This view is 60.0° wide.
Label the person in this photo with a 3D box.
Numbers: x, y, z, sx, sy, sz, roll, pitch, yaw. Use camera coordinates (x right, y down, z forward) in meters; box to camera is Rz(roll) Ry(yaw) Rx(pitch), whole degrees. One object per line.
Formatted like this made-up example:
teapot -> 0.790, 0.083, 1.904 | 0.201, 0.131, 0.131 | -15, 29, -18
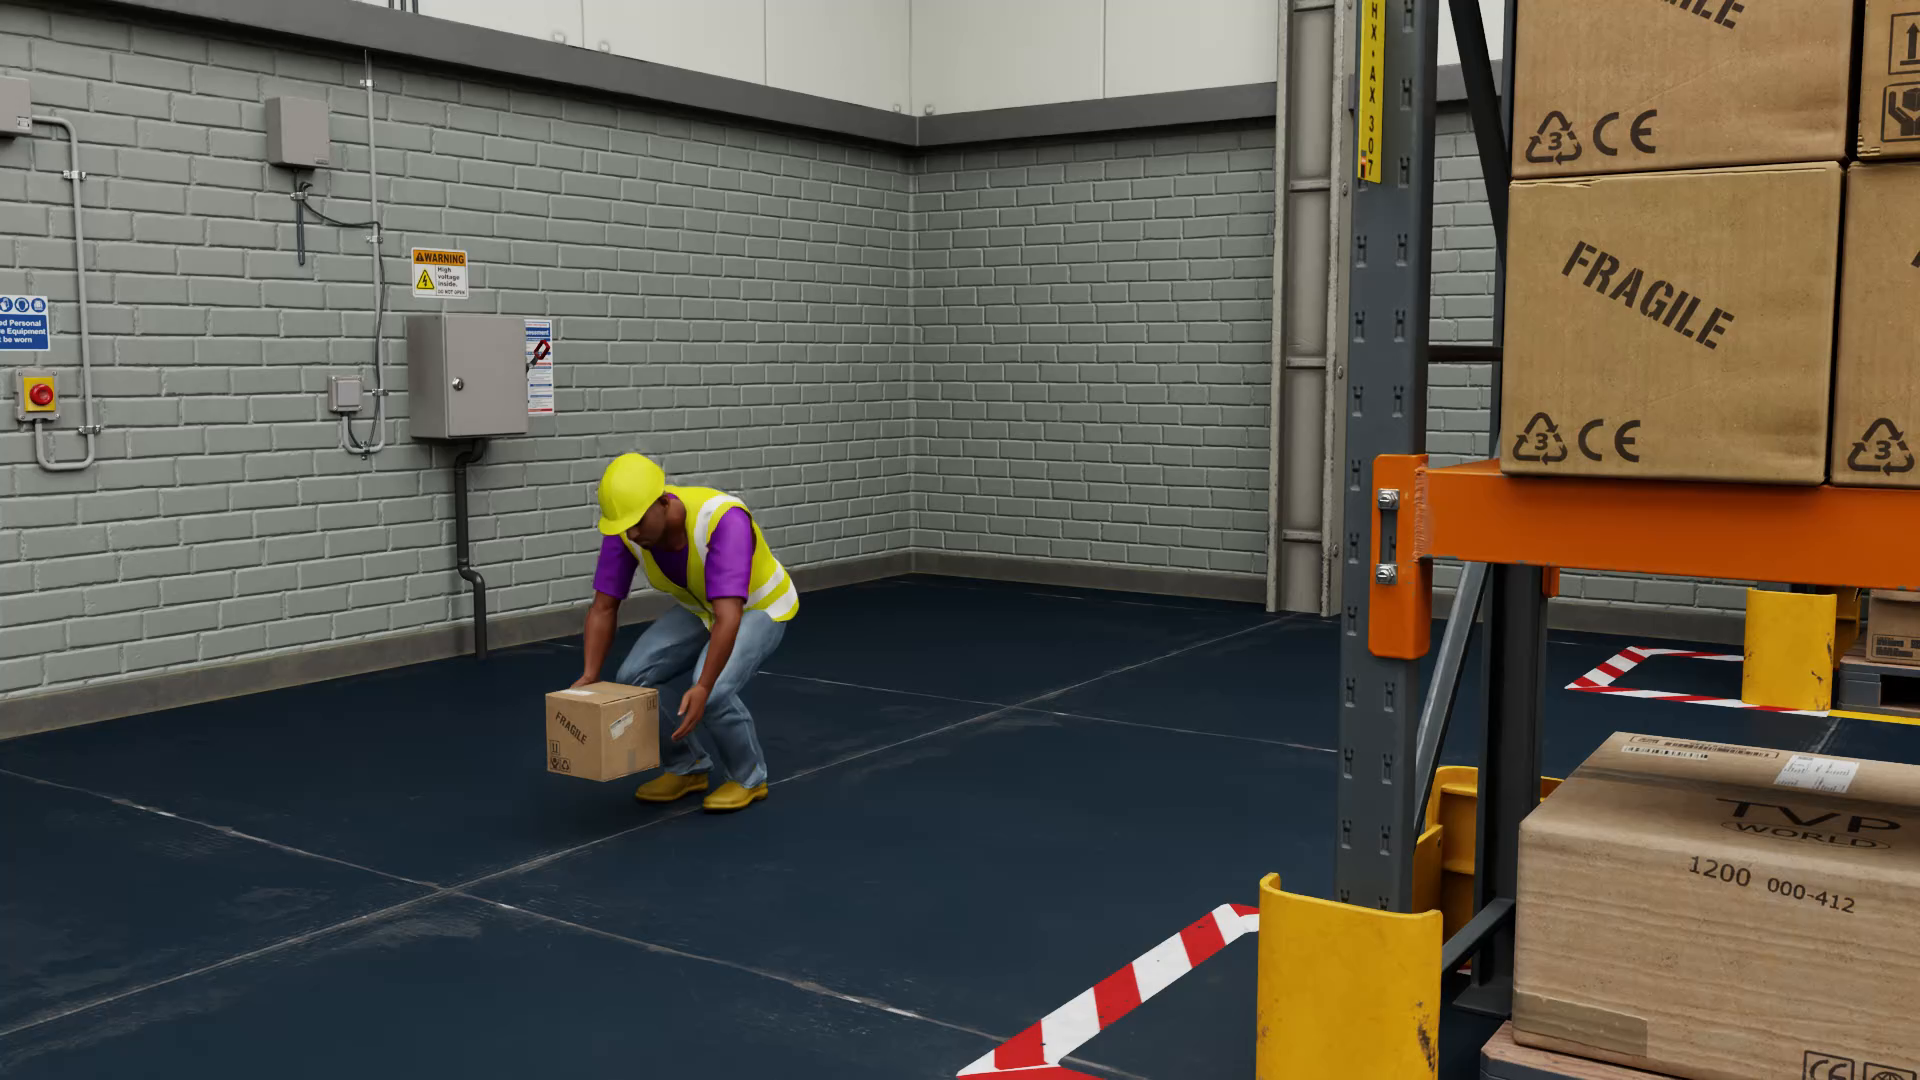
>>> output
person -> -0.872, 0.298, 5.533 | 0.620, 1.207, 0.839 | 4, 8, 33
